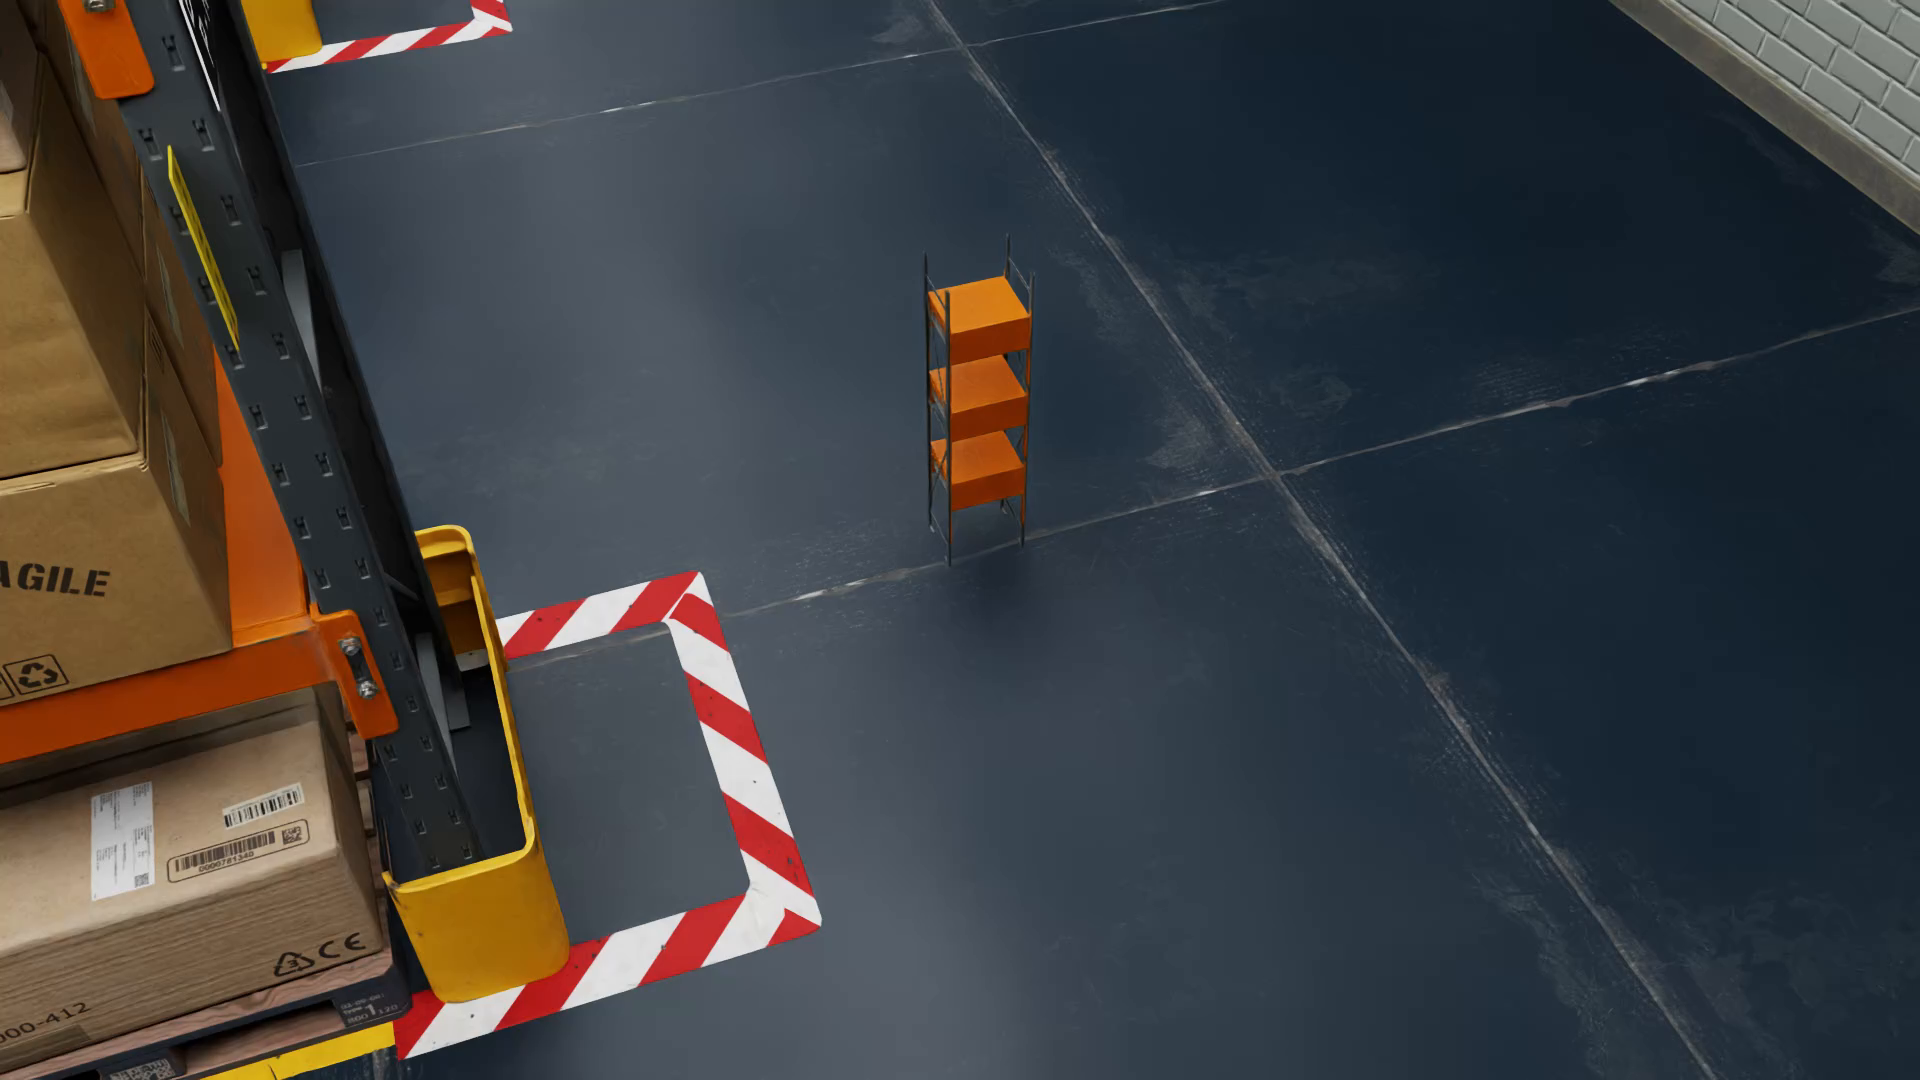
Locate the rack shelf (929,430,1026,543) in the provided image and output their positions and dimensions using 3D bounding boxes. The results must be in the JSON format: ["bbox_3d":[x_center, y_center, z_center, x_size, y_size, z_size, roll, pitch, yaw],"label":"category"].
[{"bbox_3d":[0.050,-0.180,5.095,0.240,0.259,0.215,-14,47,-14],"label":"rack shelf"}]

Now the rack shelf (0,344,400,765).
[{"bbox_3d":[-3.232,0.411,3.231,4.000,0.370,1.077,-14,47,-14],"label":"rack shelf"}]

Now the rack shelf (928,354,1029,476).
[{"bbox_3d":[0.050,-0.376,4.898,0.240,0.259,0.215,-14,47,-14],"label":"rack shelf"}]

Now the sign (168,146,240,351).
[{"bbox_3d":[-1.180,-0.452,2.598,0.005,0.325,0.100,-14,47,-14],"label":"sign"}]

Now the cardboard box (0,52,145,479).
[{"bbox_3d":[-1.723,-0.438,2.792,0.500,0.500,0.500,-13,47,-13],"label":"cardboard box"}]

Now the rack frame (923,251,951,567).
[{"bbox_3d":[-0.064,-0.354,4.862,0.008,1.050,0.200,-14,47,-14],"label":"rack frame"}]

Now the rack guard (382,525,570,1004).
[{"bbox_3d":[-1.328,0.552,4.347,0.348,0.500,1.175,-14,47,-14],"label":"rack guard"}]

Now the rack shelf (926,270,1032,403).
[{"bbox_3d":[0.050,-0.576,4.697,0.240,0.259,0.215,-14,47,-14],"label":"rack shelf"}]

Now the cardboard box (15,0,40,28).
[{"bbox_3d":[-1.779,-1.041,2.935,0.250,0.149,0.380,-13,47,-13],"label":"cardboard box"}]

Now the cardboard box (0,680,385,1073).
[{"bbox_3d":[-1.938,0.657,3.990,0.875,0.438,0.875,-16,47,-15],"label":"cardboard box"}]

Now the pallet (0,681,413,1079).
[{"bbox_3d":[-2.076,0.904,4.200,1.213,0.211,1.003,-14,47,-14],"label":"pallet"}]

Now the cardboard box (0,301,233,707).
[{"bbox_3d":[-1.715,-0.067,3.129,0.500,0.500,0.500,-14,47,-14],"label":"cardboard box"}]

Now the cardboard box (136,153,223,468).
[{"bbox_3d":[-1.900,-0.436,3.496,0.500,0.500,0.500,-15,47,-14],"label":"cardboard box"}]

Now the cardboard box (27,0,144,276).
[{"bbox_3d":[-1.899,-0.787,3.140,0.500,0.500,0.500,-15,47,-15],"label":"cardboard box"}]

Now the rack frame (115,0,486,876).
[{"bbox_3d":[-1.351,-0.324,3.456,0.127,3.000,1.000,-14,47,-14],"label":"rack frame"}]

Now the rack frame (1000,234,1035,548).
[{"bbox_3d":[0.165,-0.413,4.920,0.008,1.050,0.200,-14,47,-14],"label":"rack frame"}]

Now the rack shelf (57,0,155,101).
[{"bbox_3d":[-3.232,-0.648,2.169,4.000,0.370,1.077,-14,47,-14],"label":"rack shelf"}]

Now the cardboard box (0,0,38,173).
[{"bbox_3d":[-1.620,-0.722,2.617,0.250,0.149,0.380,-14,47,-13],"label":"cardboard box"}]

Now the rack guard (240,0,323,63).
[{"bbox_3d":[-3.198,-2.697,7.585,0.348,0.500,1.175,-14,47,-14],"label":"rack guard"}]

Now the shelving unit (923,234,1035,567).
[{"bbox_3d":[0.050,-0.383,4.891,0.252,1.050,0.215,-14,47,-14],"label":"shelving unit"}]

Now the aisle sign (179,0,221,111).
[{"bbox_3d":[-1.178,-1.053,2.346,0.004,0.787,0.394,-14,47,-14],"label":"aisle sign"}]
